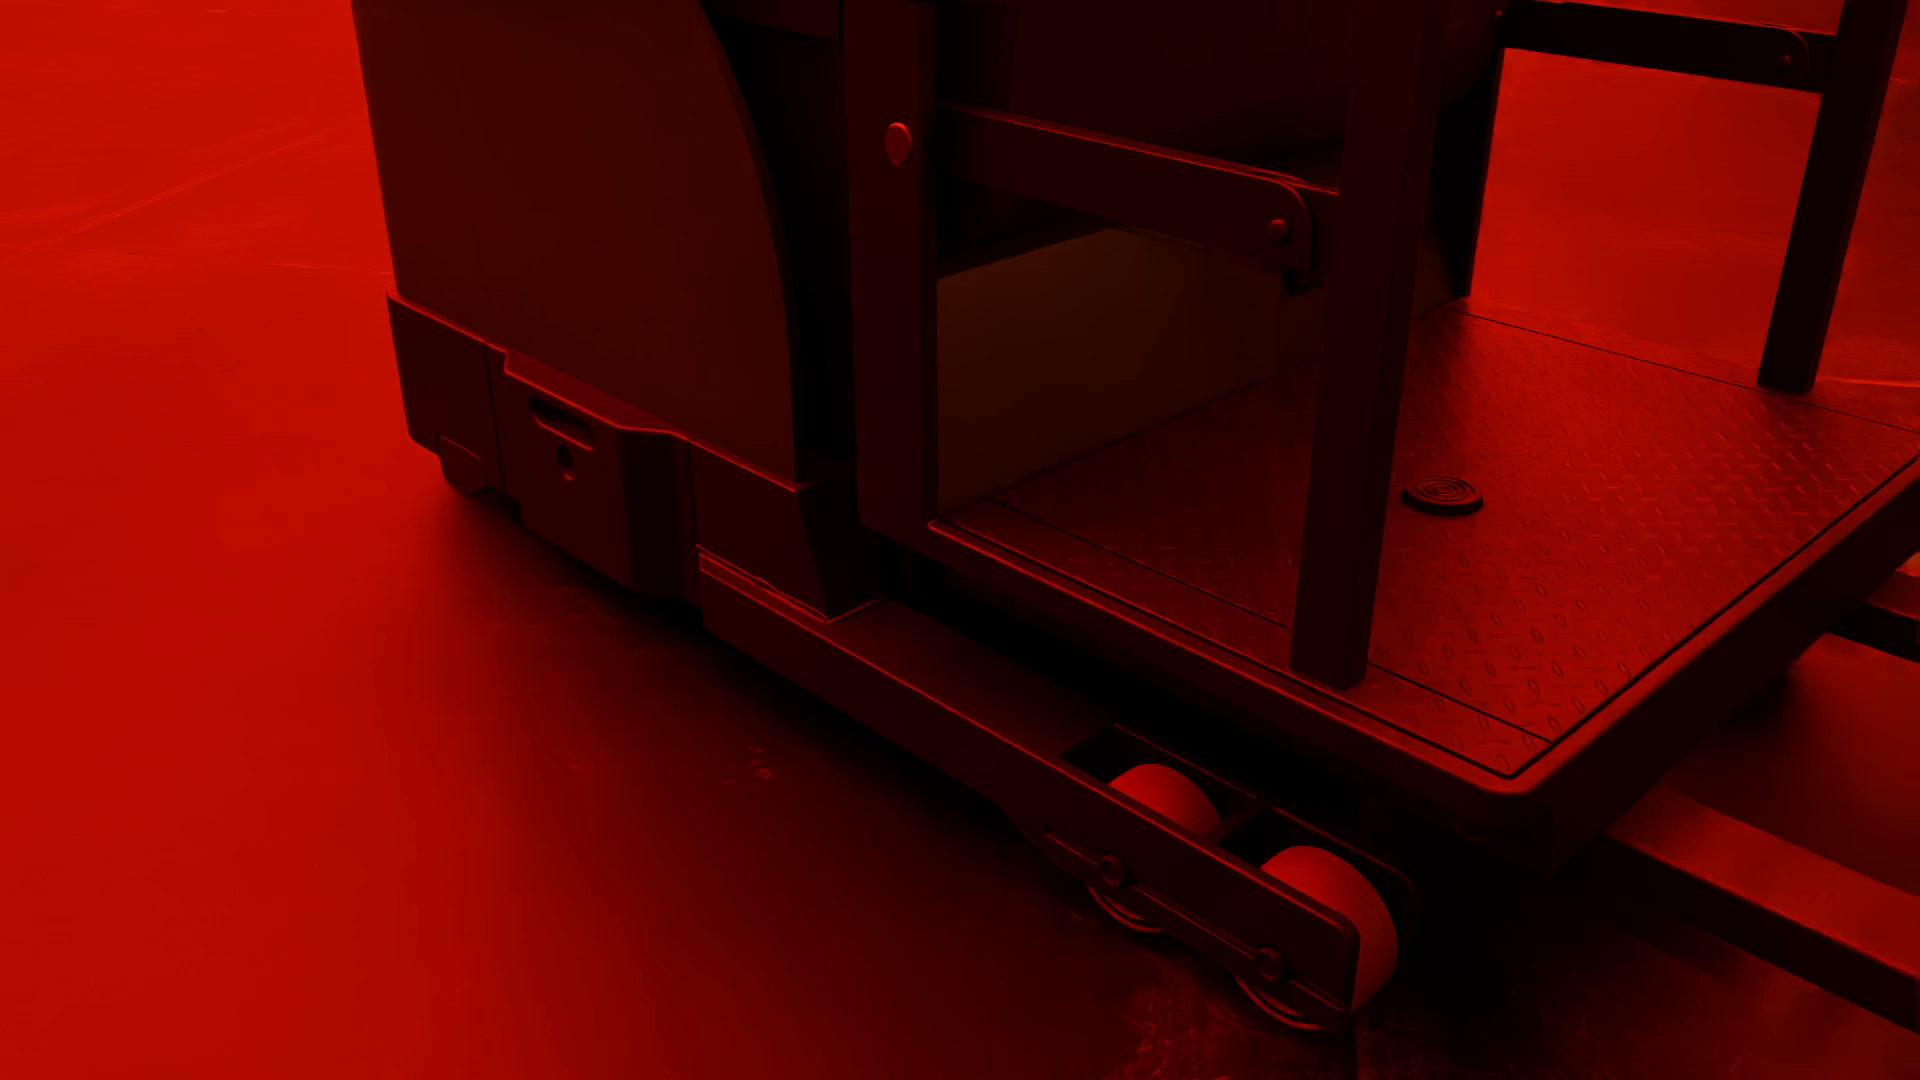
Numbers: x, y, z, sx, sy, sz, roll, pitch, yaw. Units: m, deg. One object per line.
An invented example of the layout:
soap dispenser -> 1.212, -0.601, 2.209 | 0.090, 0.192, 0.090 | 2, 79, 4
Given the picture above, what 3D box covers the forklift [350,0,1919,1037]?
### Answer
forklift -> 0.492, -1.109, 1.444 | 1.130, 2.935, 3.031 | -24, 35, -39
